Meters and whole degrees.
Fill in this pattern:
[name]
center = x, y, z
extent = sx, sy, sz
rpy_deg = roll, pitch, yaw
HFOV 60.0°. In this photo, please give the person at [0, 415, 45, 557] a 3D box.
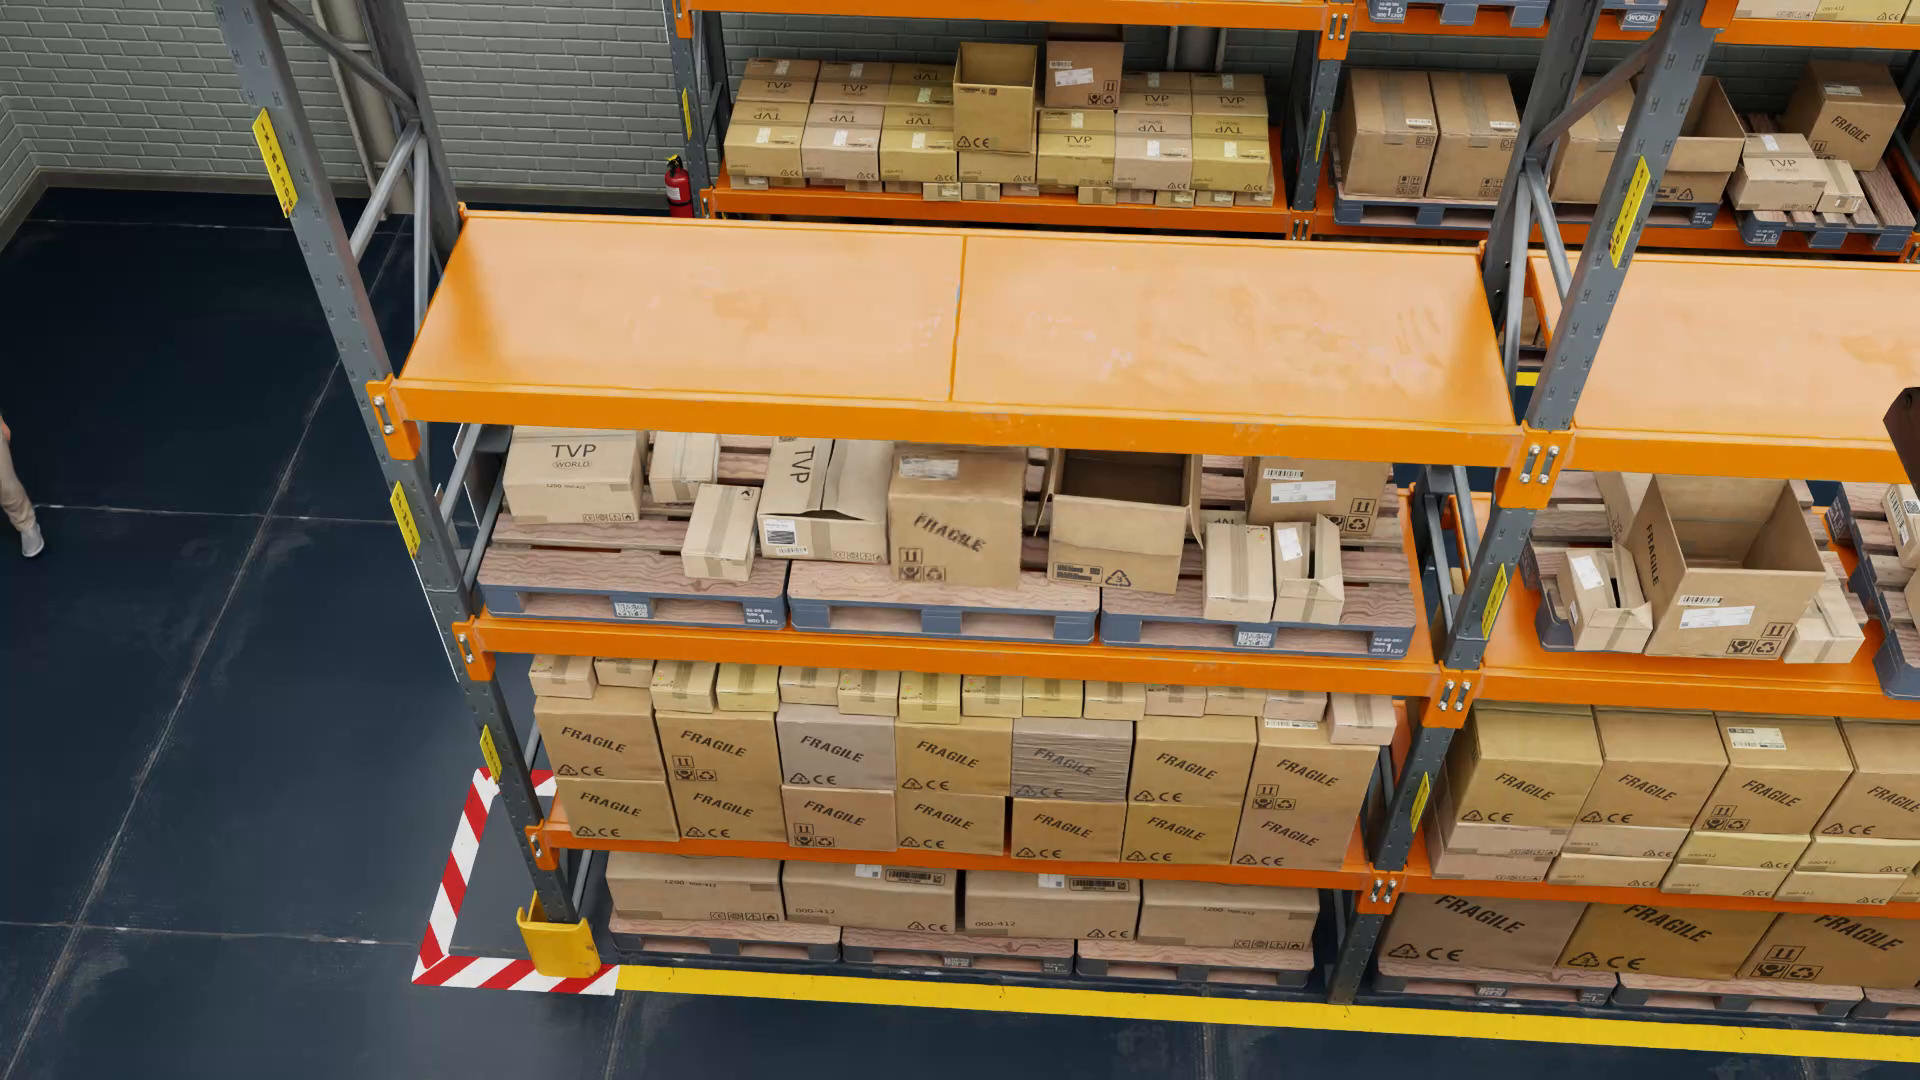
[person]
center = -6.161, -0.708, 10.221
extent = 0.532, 1.692, 0.825
rpy_deg = -13, 49, -11
